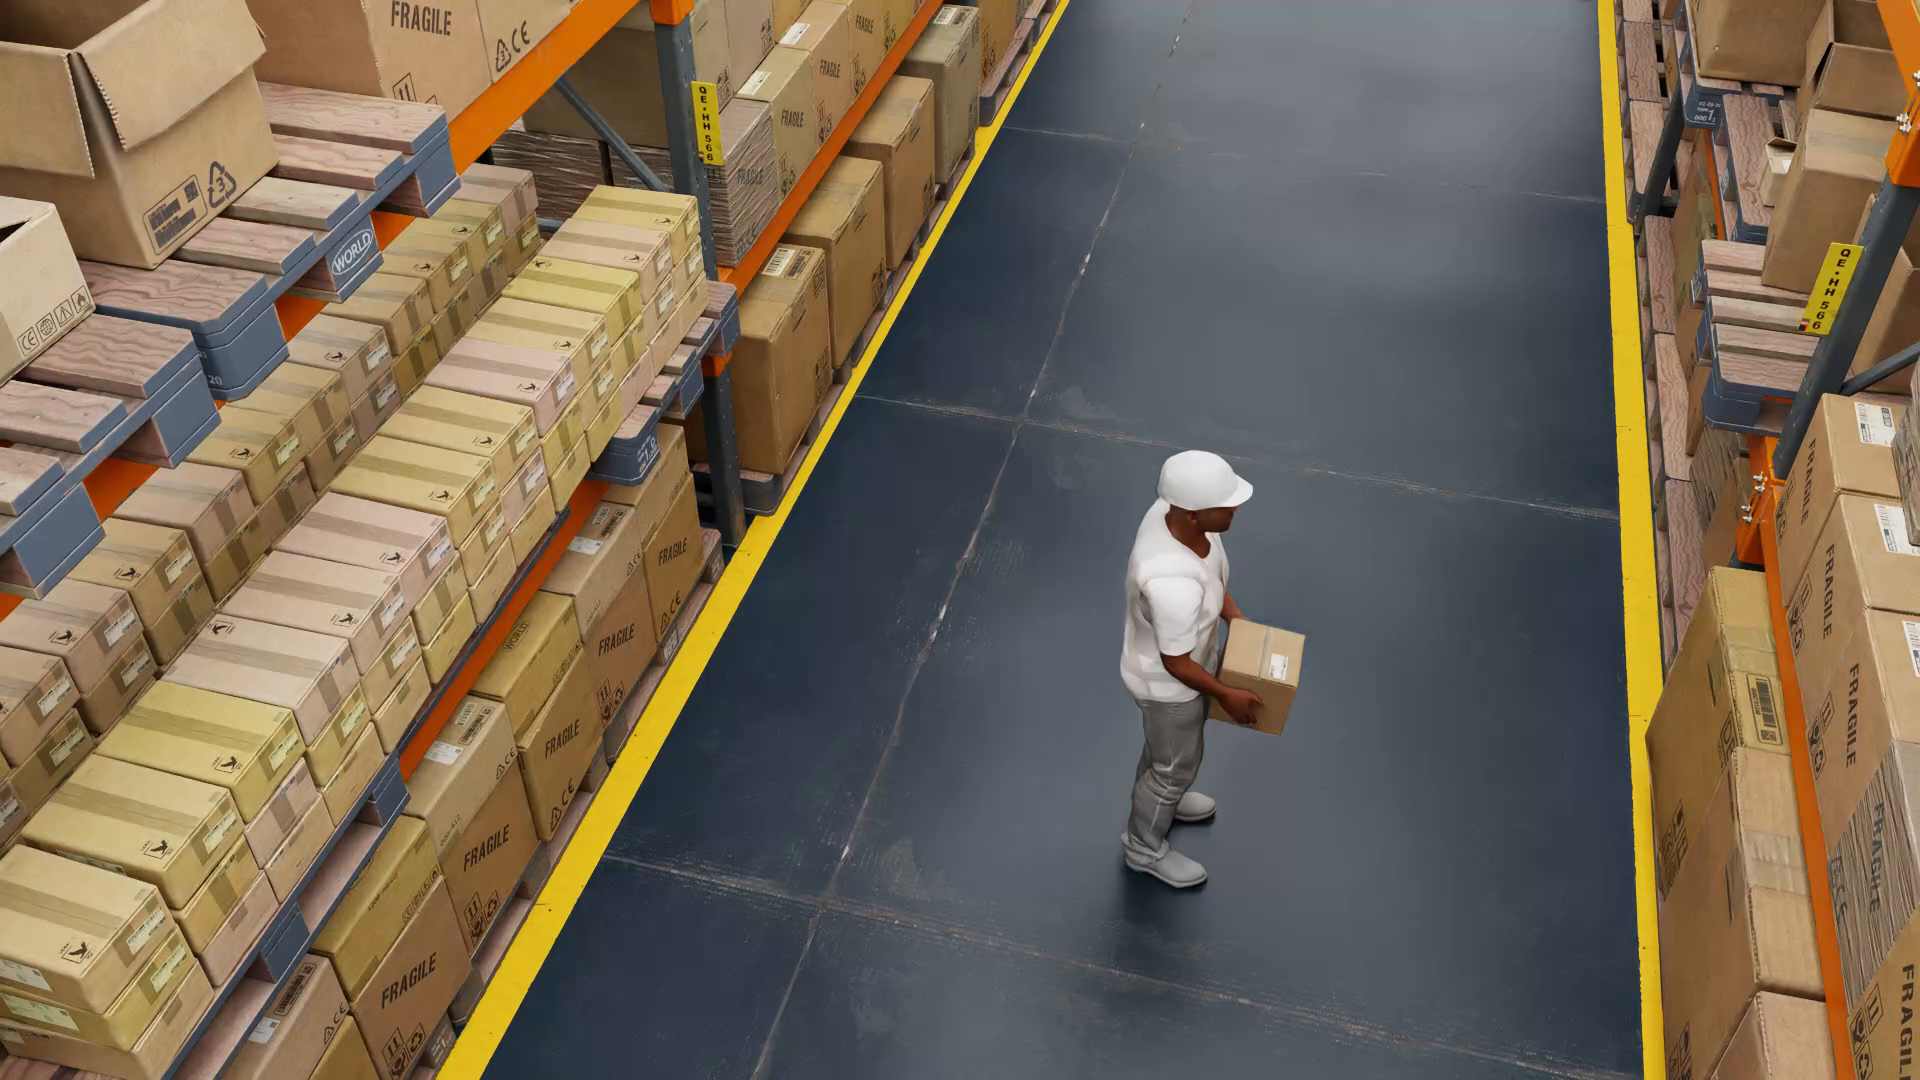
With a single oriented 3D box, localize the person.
[{"bbox_3d":[0.794,0.430,5.640,0.509,1.768,0.562,9,42,11],"label":"person"}]
